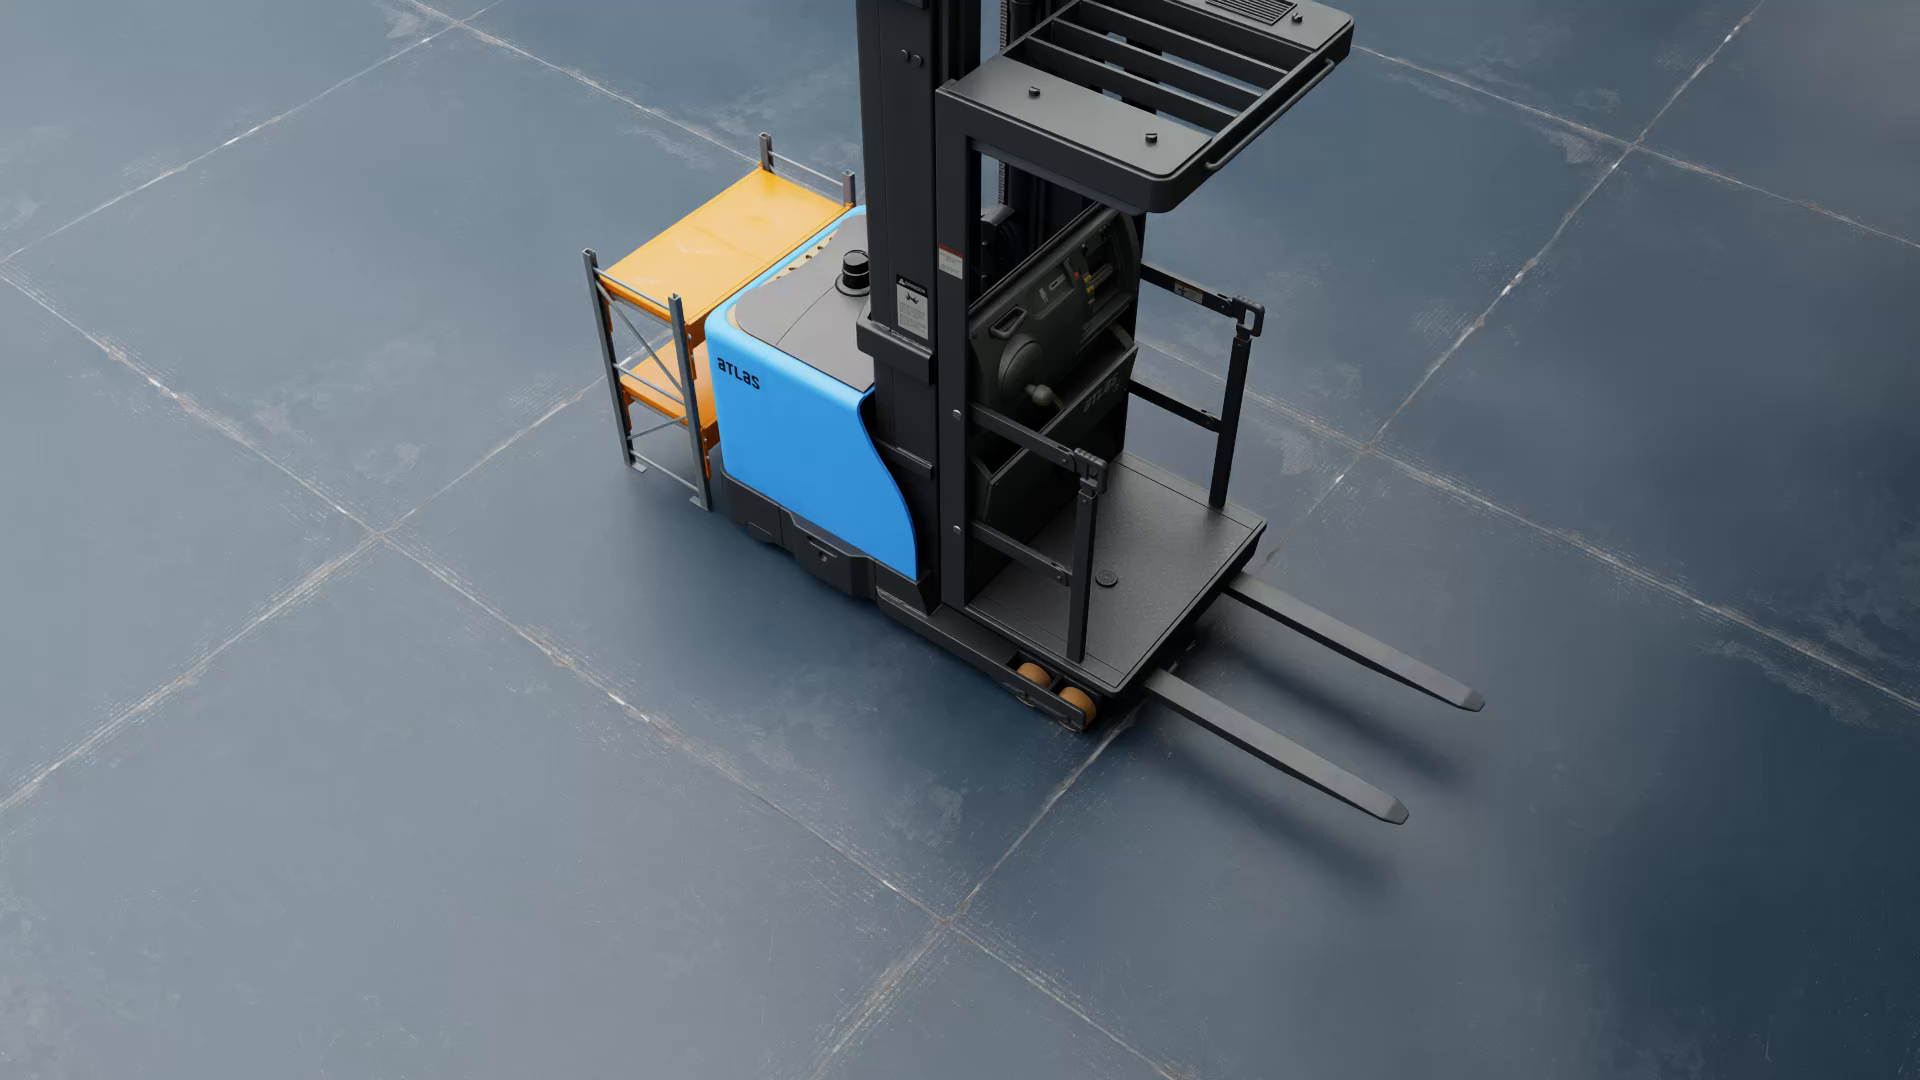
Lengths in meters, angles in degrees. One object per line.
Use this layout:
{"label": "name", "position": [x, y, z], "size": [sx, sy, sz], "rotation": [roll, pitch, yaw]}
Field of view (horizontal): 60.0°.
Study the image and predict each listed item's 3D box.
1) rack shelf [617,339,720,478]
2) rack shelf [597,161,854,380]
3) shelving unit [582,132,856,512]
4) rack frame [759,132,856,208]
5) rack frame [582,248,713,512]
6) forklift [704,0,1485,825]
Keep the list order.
{"label": "rack shelf", "position": [-0.946, -0.749, 7.191], "size": [0.538, 0.278, 1.000], "rotation": [29, 53, 25]}
{"label": "rack shelf", "position": [-0.946, -1.121, 6.802], "size": [0.538, 0.278, 1.000], "rotation": [29, 53, 25]}
{"label": "shelving unit", "position": [-0.946, -0.918, 7.014], "size": [0.538, 1.125, 1.048], "rotation": [29, 53, 25]}
{"label": "rack frame", "position": [-0.638, -1.211, 7.294], "size": [0.500, 1.125, 0.032], "rotation": [29, 53, 25]}
{"label": "rack frame", "position": [-1.253, -0.626, 6.734], "size": [0.500, 1.125, 0.032], "rotation": [29, 53, 25]}
{"label": "forklift", "position": [0.502, -0.738, 5.593], "size": [3.031, 2.935, 1.130], "rotation": [29, 53, 25]}
